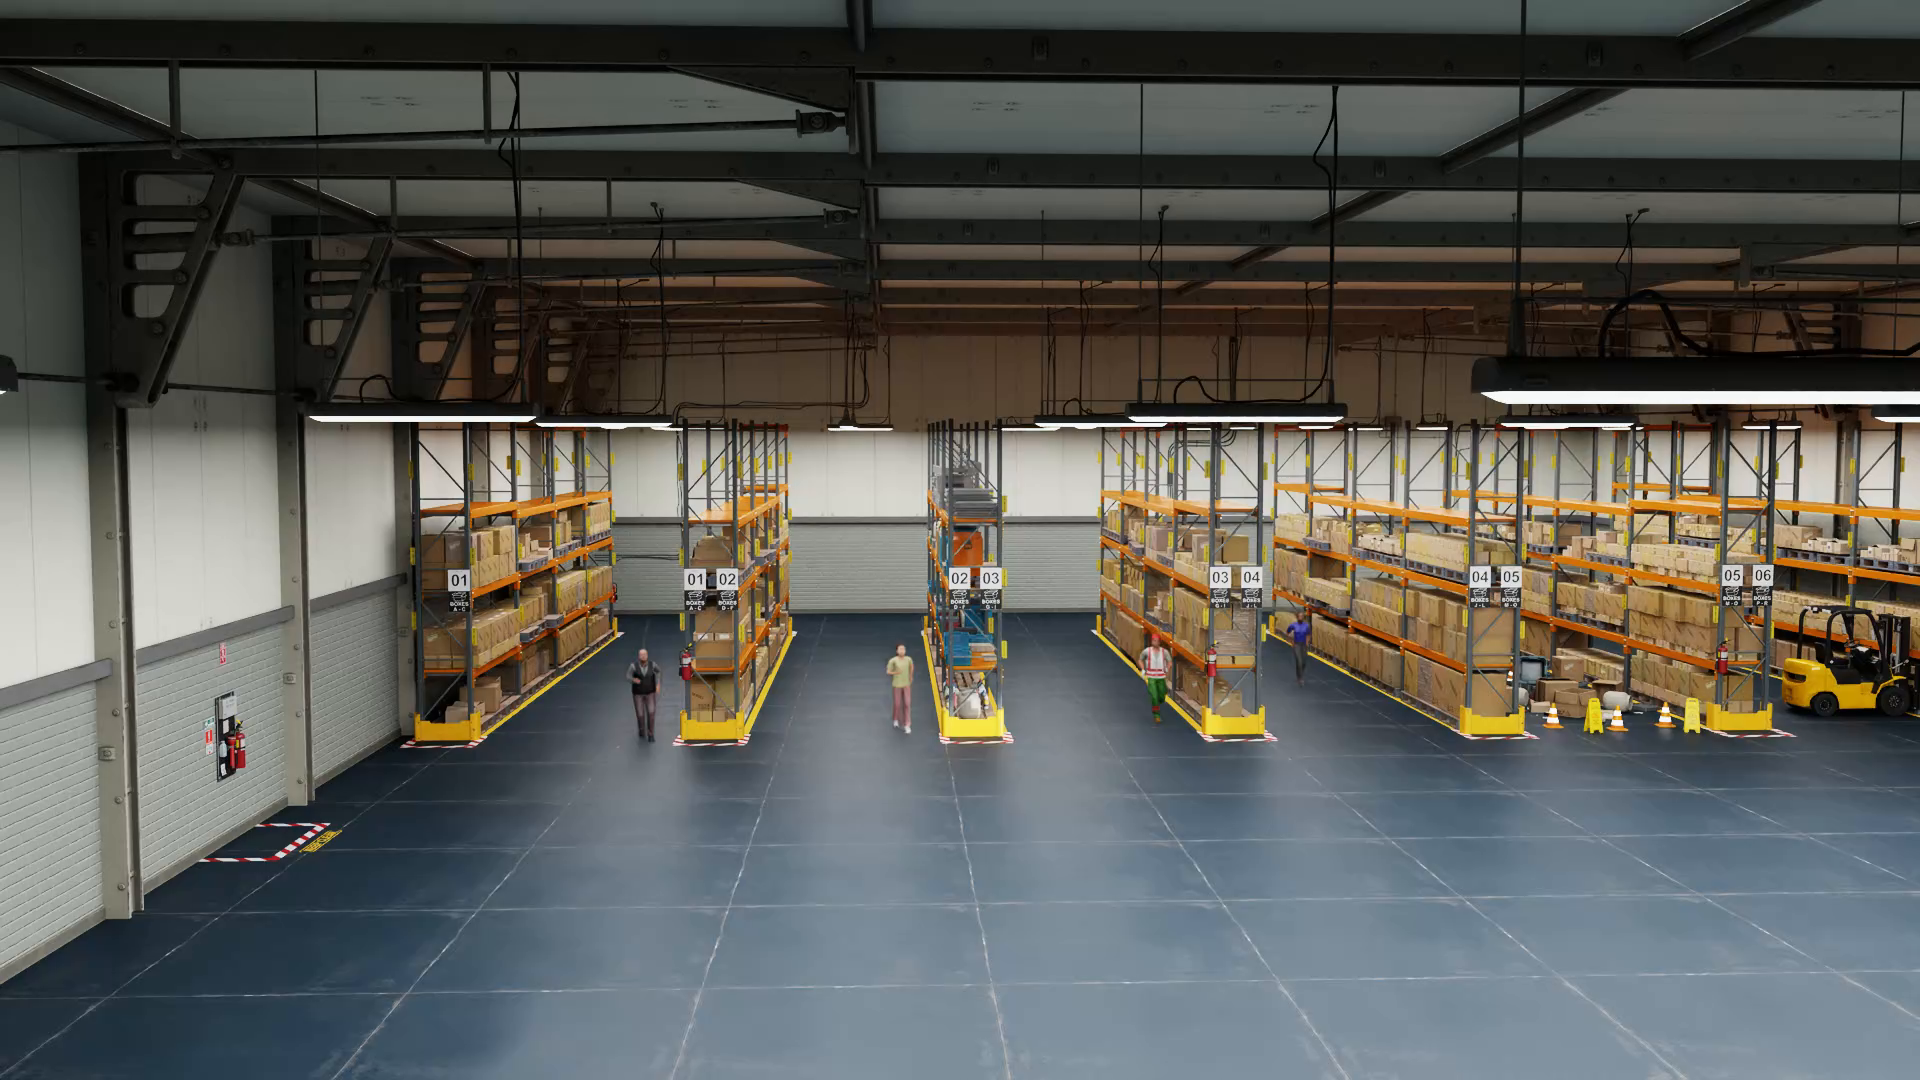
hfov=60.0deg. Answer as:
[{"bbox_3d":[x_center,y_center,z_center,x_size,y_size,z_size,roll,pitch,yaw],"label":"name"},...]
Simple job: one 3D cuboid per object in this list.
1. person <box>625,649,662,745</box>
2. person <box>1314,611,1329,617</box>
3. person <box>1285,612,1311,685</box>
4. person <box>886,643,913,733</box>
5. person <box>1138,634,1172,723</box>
[{"bbox_3d":[-5.883,2.898,30.959,0.675,1.764,0.829,-1,4,-11],"label":"person"},{"bbox_3d":[10.526,1.767,48.497,0.749,1.699,0.646,-3,5,-42],"label":"person"},{"bbox_3d":[7.772,2.469,38.177,0.570,1.652,0.730,0,4,-8],"label":"person"},{"bbox_3d":[-1.127,2.814,31.891,0.579,1.669,0.918,-1,4,-15],"label":"person"},{"bbox_3d":[3.880,2.730,33.009,0.657,1.755,0.760,0,4,-3],"label":"person"}]
